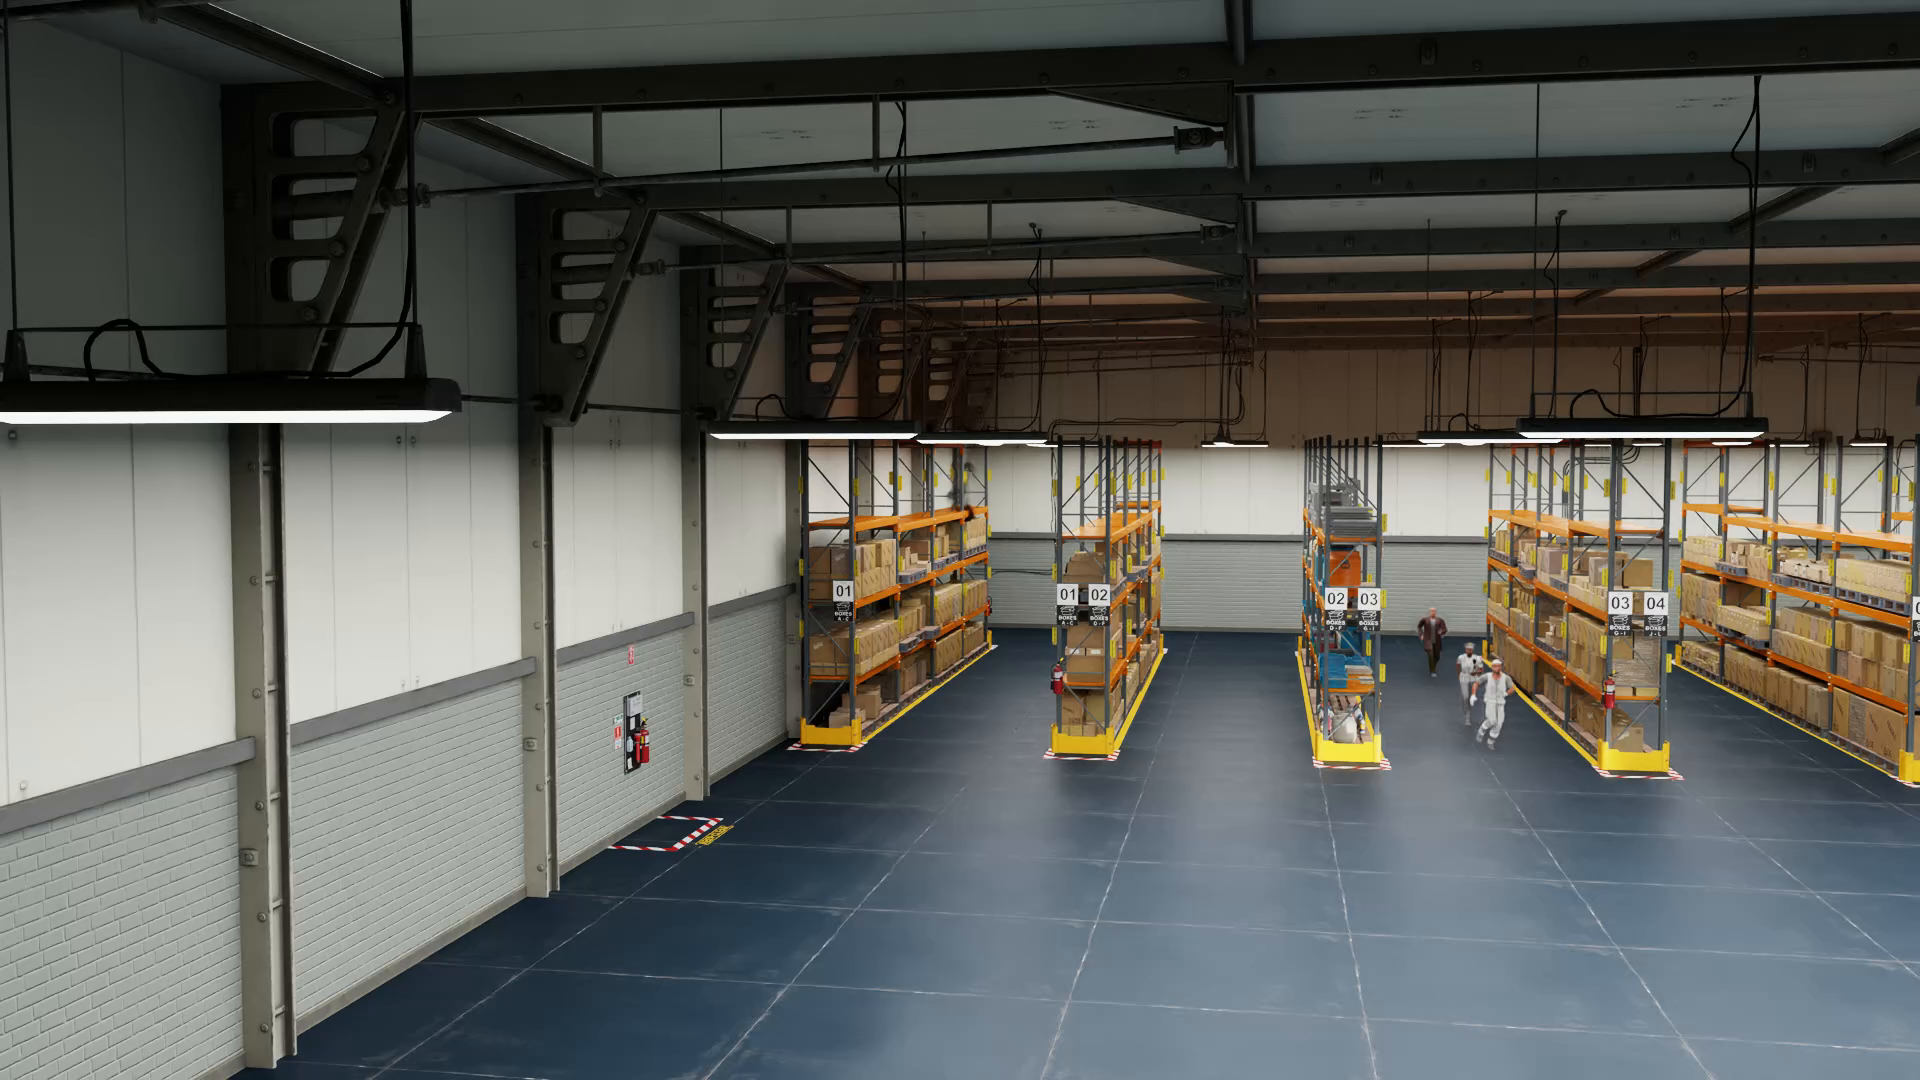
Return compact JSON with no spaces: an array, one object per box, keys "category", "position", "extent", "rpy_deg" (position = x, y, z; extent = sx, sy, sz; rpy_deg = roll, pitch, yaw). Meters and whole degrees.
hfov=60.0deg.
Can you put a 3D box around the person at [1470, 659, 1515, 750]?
[{"category":"person","position":[10.214,3.146,31.830],"extent":[0.785,1.737,0.572],"rpy_deg":[0,3,-3]}]

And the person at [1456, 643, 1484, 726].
[{"category":"person","position":[10.719,3.004,34.975],"extent":[0.529,1.738,1.058],"rpy_deg":[0,3,8]}]

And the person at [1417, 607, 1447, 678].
[{"category":"person","position":[11.922,2.565,41.990],"extent":[0.710,1.752,0.913],"rpy_deg":[0,3,7]}]
